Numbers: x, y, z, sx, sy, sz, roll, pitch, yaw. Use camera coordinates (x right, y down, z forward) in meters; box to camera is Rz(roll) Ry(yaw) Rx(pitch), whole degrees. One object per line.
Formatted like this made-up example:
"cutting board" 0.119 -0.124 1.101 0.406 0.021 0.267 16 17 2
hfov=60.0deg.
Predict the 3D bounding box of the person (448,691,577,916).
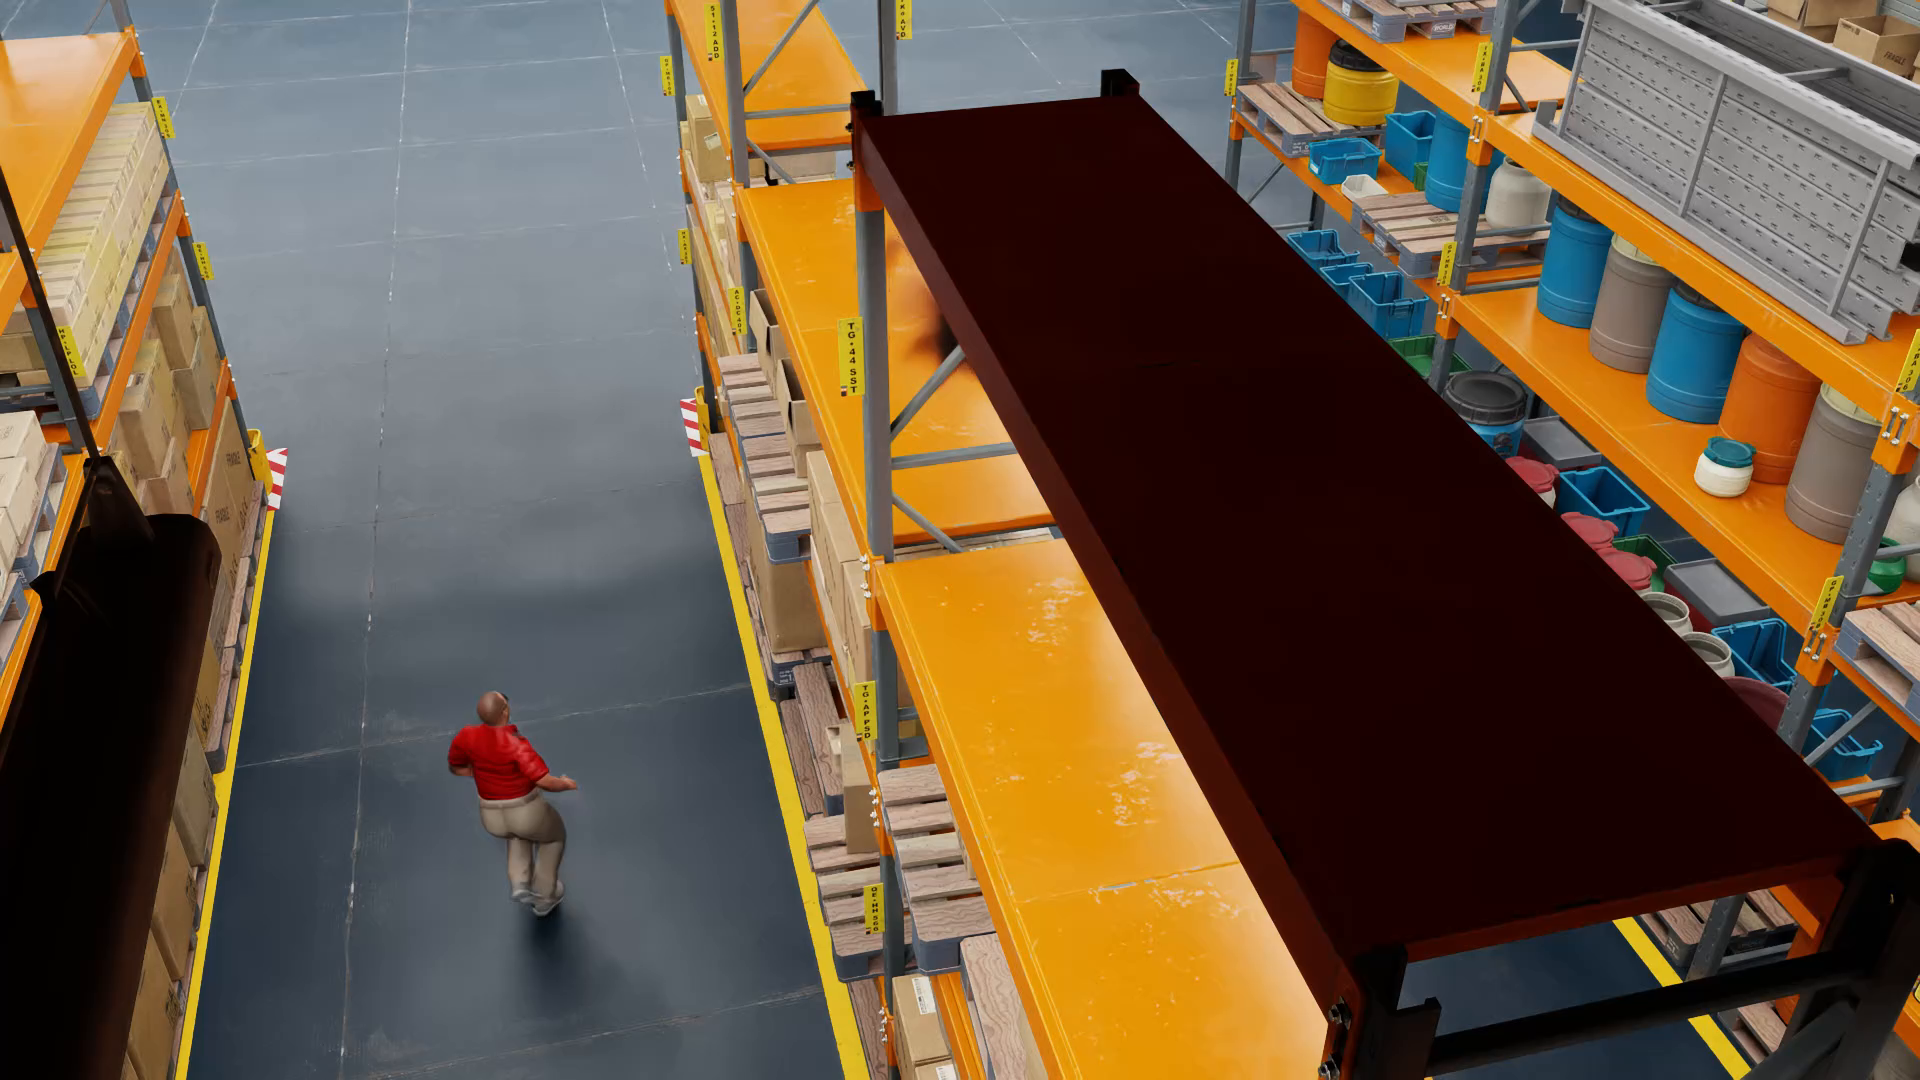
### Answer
"person" -2.766 1.650 10.285 0.744 1.638 0.552 2 34 3
